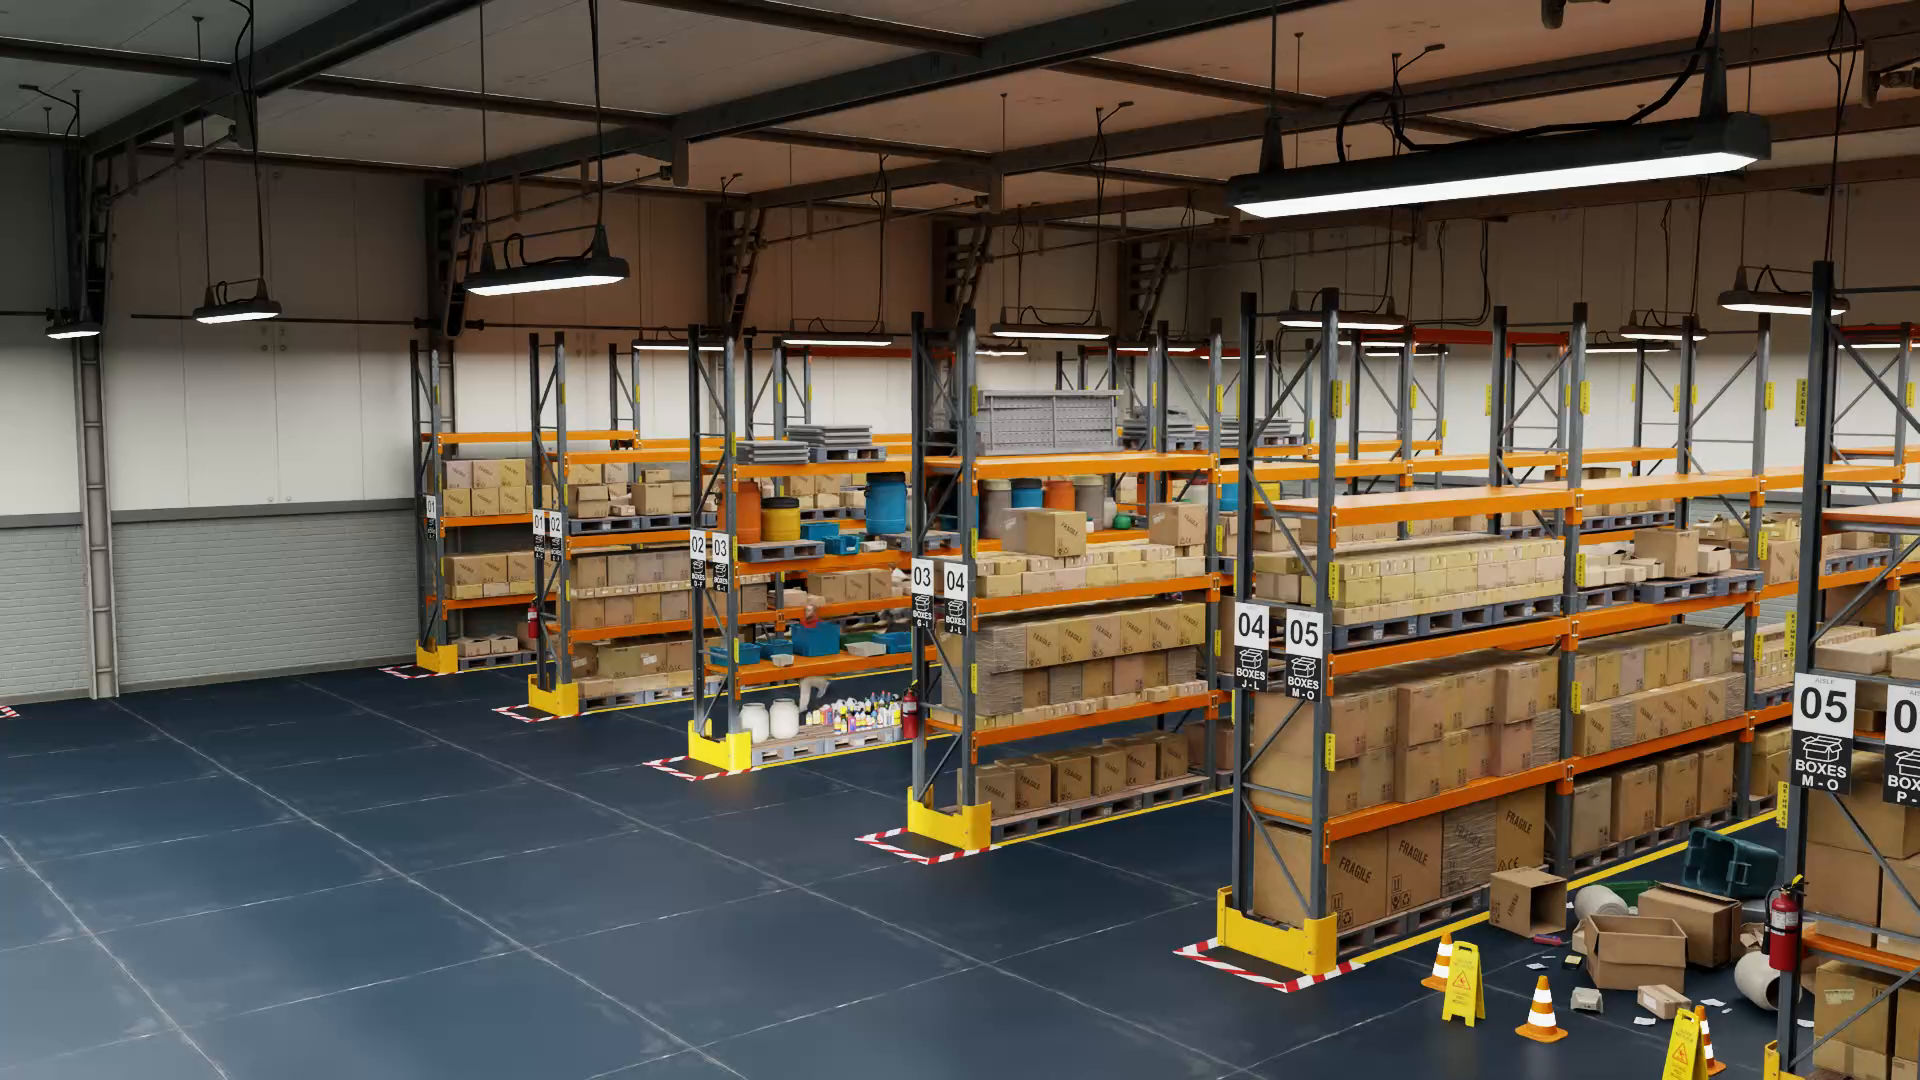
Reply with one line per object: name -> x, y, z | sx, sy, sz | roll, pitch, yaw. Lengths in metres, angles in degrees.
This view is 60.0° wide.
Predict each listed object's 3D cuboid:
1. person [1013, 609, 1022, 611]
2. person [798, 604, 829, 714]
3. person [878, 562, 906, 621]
person -> 1.158, 1.581, 30.054 | 0.510, 1.642, 0.733 | 5, 7, 41
person -> -2.363, 1.871, 26.563 | 0.677, 1.702, 0.895 | 4, 7, 40
person -> -1.351, 1.202, 33.303 | 0.678, 1.745, 0.808 | 5, 7, 43
